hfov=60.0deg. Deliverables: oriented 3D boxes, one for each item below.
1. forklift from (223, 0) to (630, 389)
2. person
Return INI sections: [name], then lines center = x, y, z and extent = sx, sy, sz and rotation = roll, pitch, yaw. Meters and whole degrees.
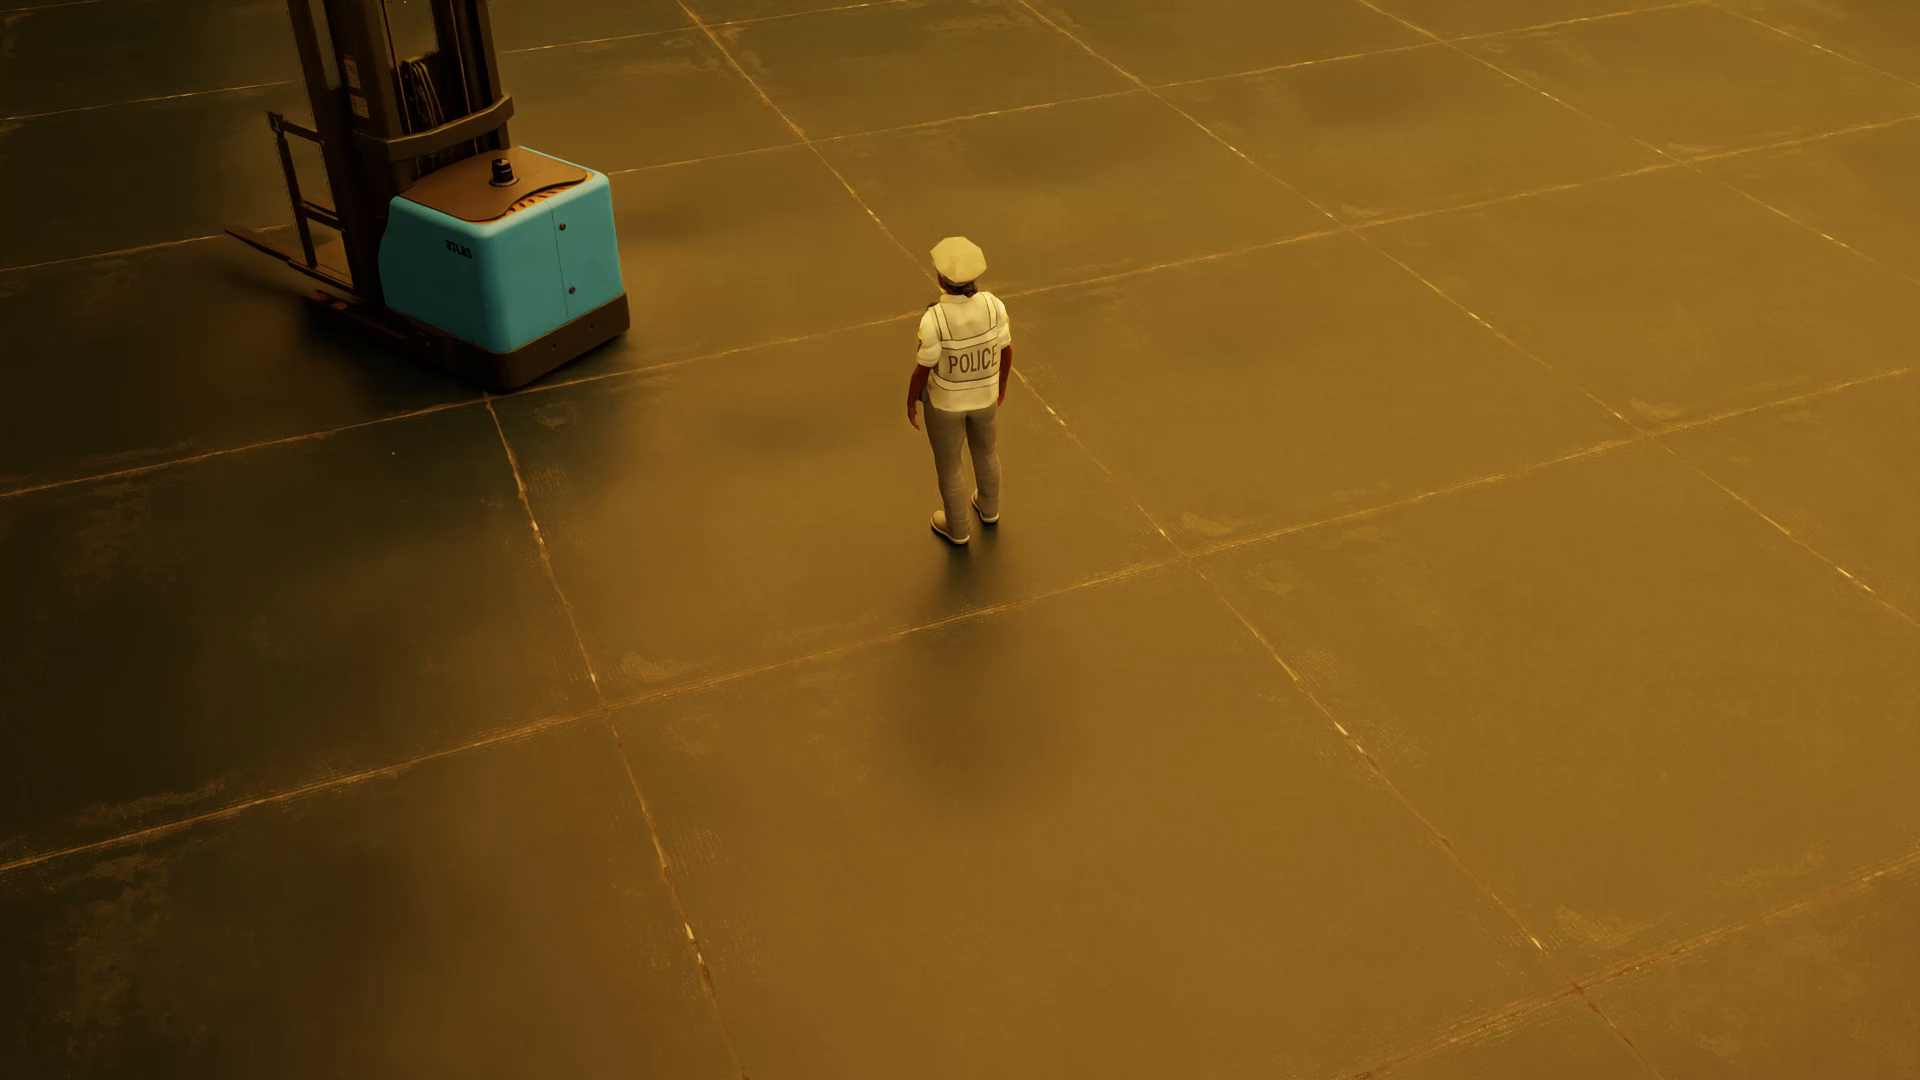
[forklift]
center = -3.547, -2.756, 9.974
extent = 3.031, 2.935, 1.130
rotation = 23, 41, 29
[person]
center = -0.011, -0.741, 8.195
extent = 0.569, 1.695, 0.528
rotation = -14, 38, -19
